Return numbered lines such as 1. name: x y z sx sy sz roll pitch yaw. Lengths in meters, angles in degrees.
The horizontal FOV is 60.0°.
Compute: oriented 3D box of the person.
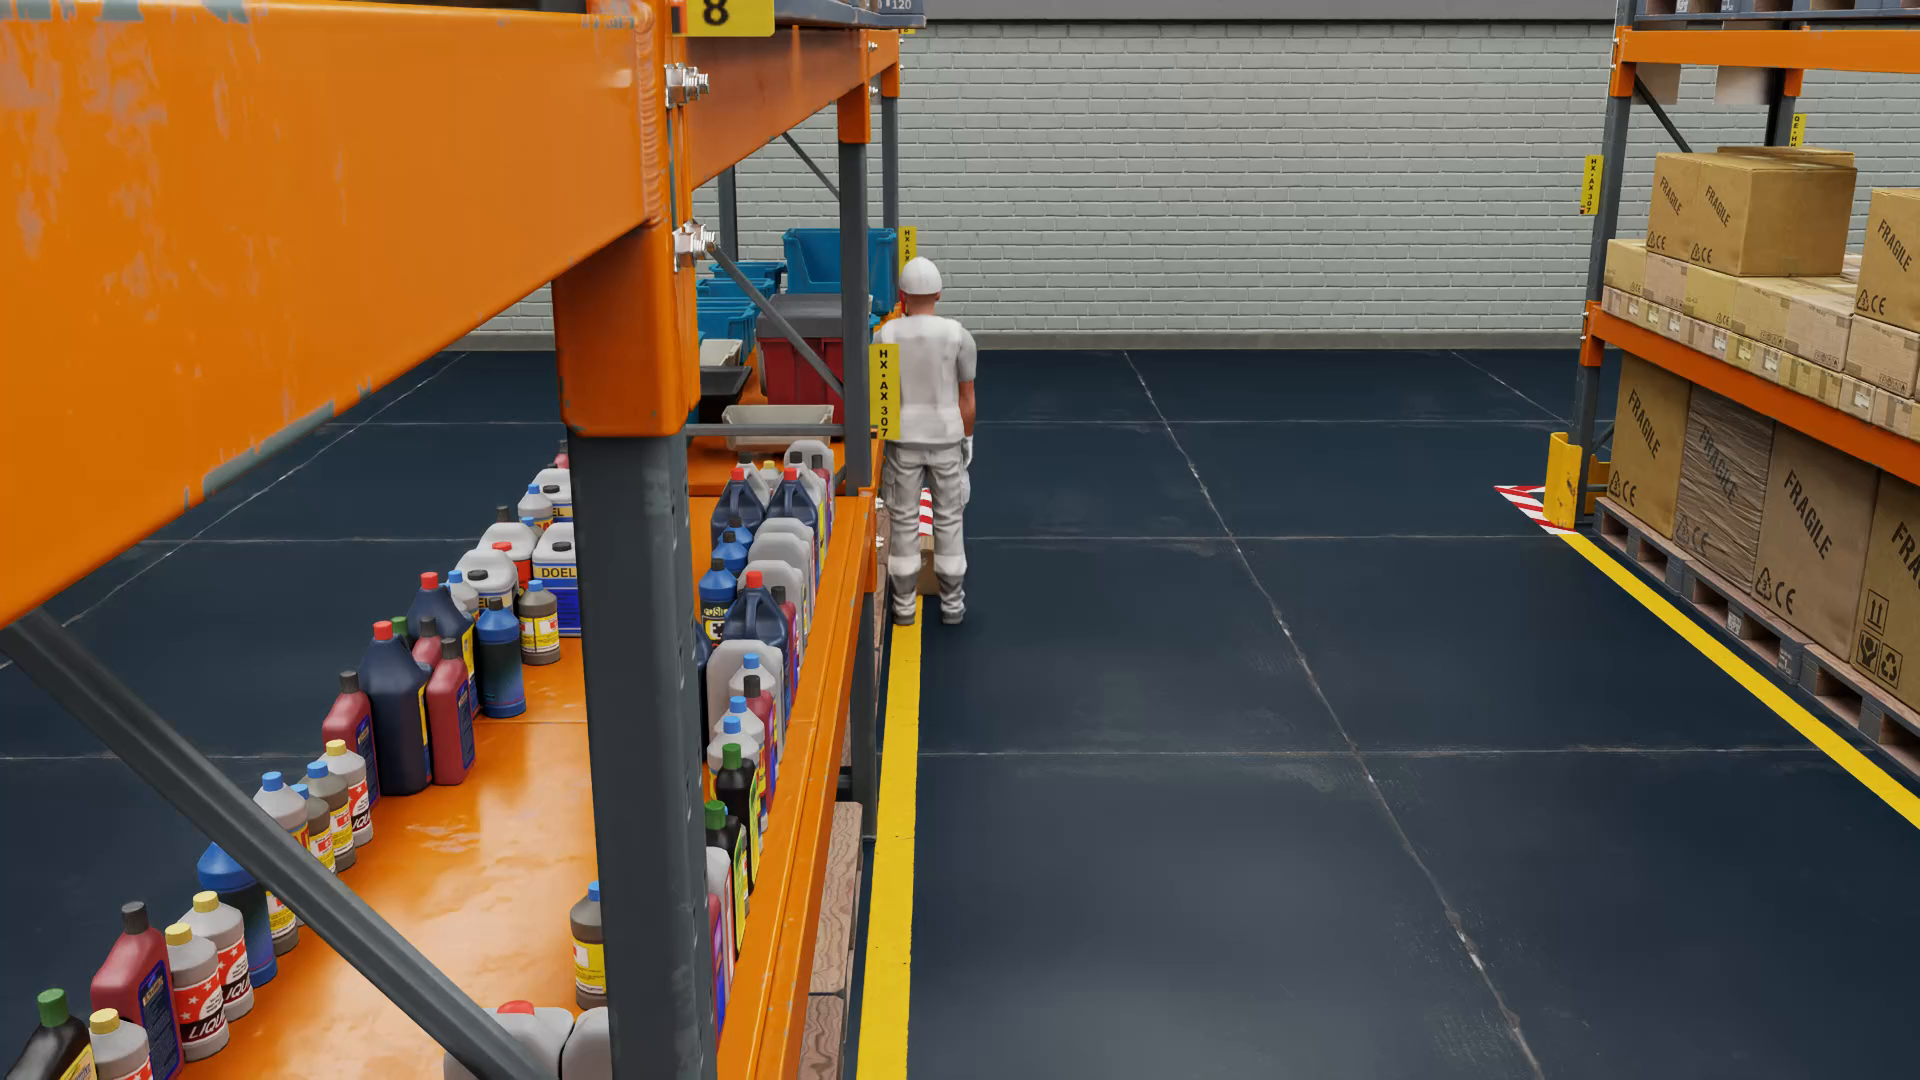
1. person: -0.182 -0.469 8.032 0.525 1.792 0.355 0 17 1
